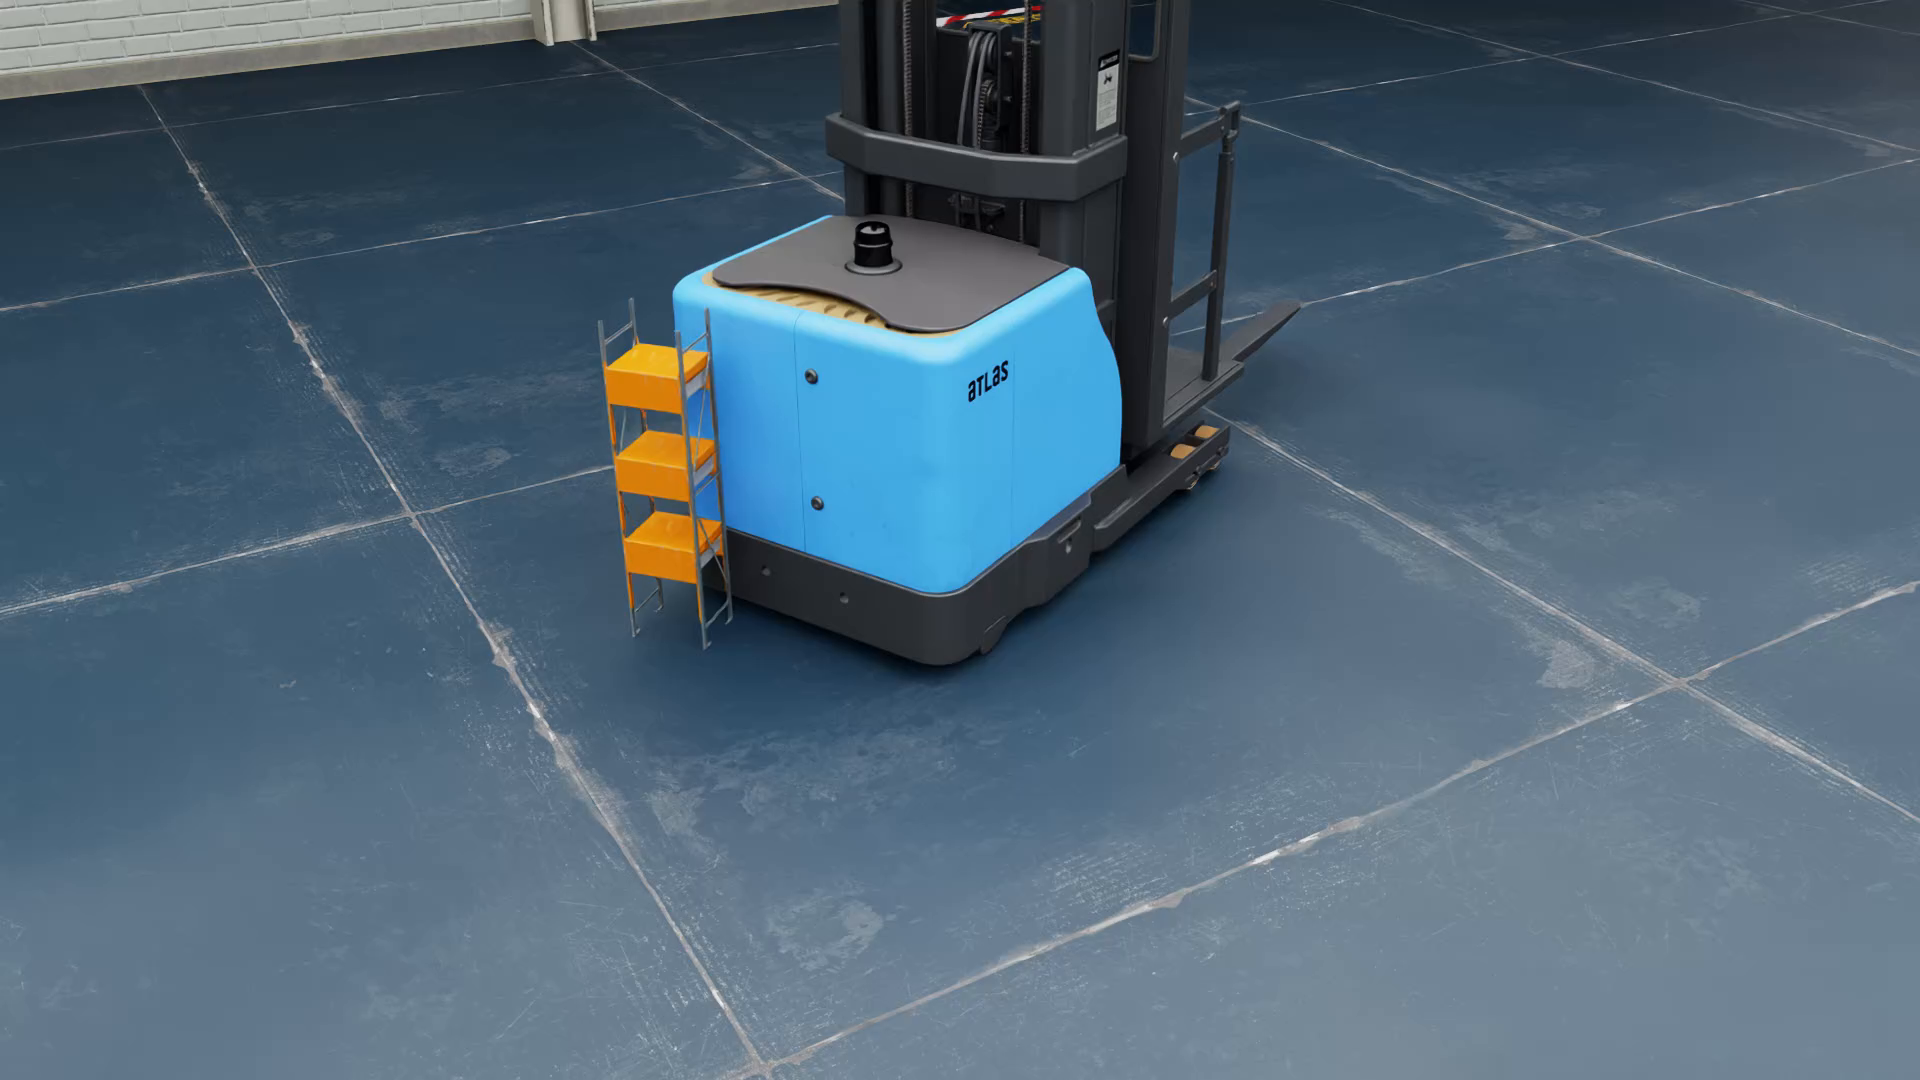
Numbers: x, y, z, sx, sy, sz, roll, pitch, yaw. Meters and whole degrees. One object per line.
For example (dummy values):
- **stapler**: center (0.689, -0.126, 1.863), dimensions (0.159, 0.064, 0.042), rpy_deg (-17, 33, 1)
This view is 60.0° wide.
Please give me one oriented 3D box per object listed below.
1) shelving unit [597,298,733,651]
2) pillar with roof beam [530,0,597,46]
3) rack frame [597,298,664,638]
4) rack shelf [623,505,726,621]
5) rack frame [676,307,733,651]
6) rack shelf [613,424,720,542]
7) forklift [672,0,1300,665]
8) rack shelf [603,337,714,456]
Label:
- **shelving unit**: center (-0.873, -0.183, 4.994), dimensions (0.252, 1.050, 0.215), rpy_deg (9, 30, 16)
- **pillar with roof beam**: center (-0.823, -5.964, 7.243), dimensions (0.400, 9.000, 9.100), rpy_deg (-16, 33, -26)
- **rack frame**: center (-0.989, -0.201, 5.028), dimensions (0.008, 1.050, 0.200), rpy_deg (9, 30, 16)
- **rack shelf**: center (-0.873, 0.070, 5.134), dimensions (0.240, 0.259, 0.215), rpy_deg (9, 30, 16)
- **rack frame**: center (-0.757, -0.164, 4.961), dimensions (0.008, 1.050, 0.200), rpy_deg (9, 30, 16)
- **rack shelf**: center (-0.873, -0.173, 5.000), dimensions (0.240, 0.259, 0.215), rpy_deg (9, 30, 16)
- **forklift**: center (0.353, -1.579, 5.578), dimensions (1.130, 2.935, 3.031), rpy_deg (17, 33, 29)
- **rack shelf**: center (-0.873, -0.422, 4.863), dimensions (0.240, 0.259, 0.215), rpy_deg (9, 30, 16)
